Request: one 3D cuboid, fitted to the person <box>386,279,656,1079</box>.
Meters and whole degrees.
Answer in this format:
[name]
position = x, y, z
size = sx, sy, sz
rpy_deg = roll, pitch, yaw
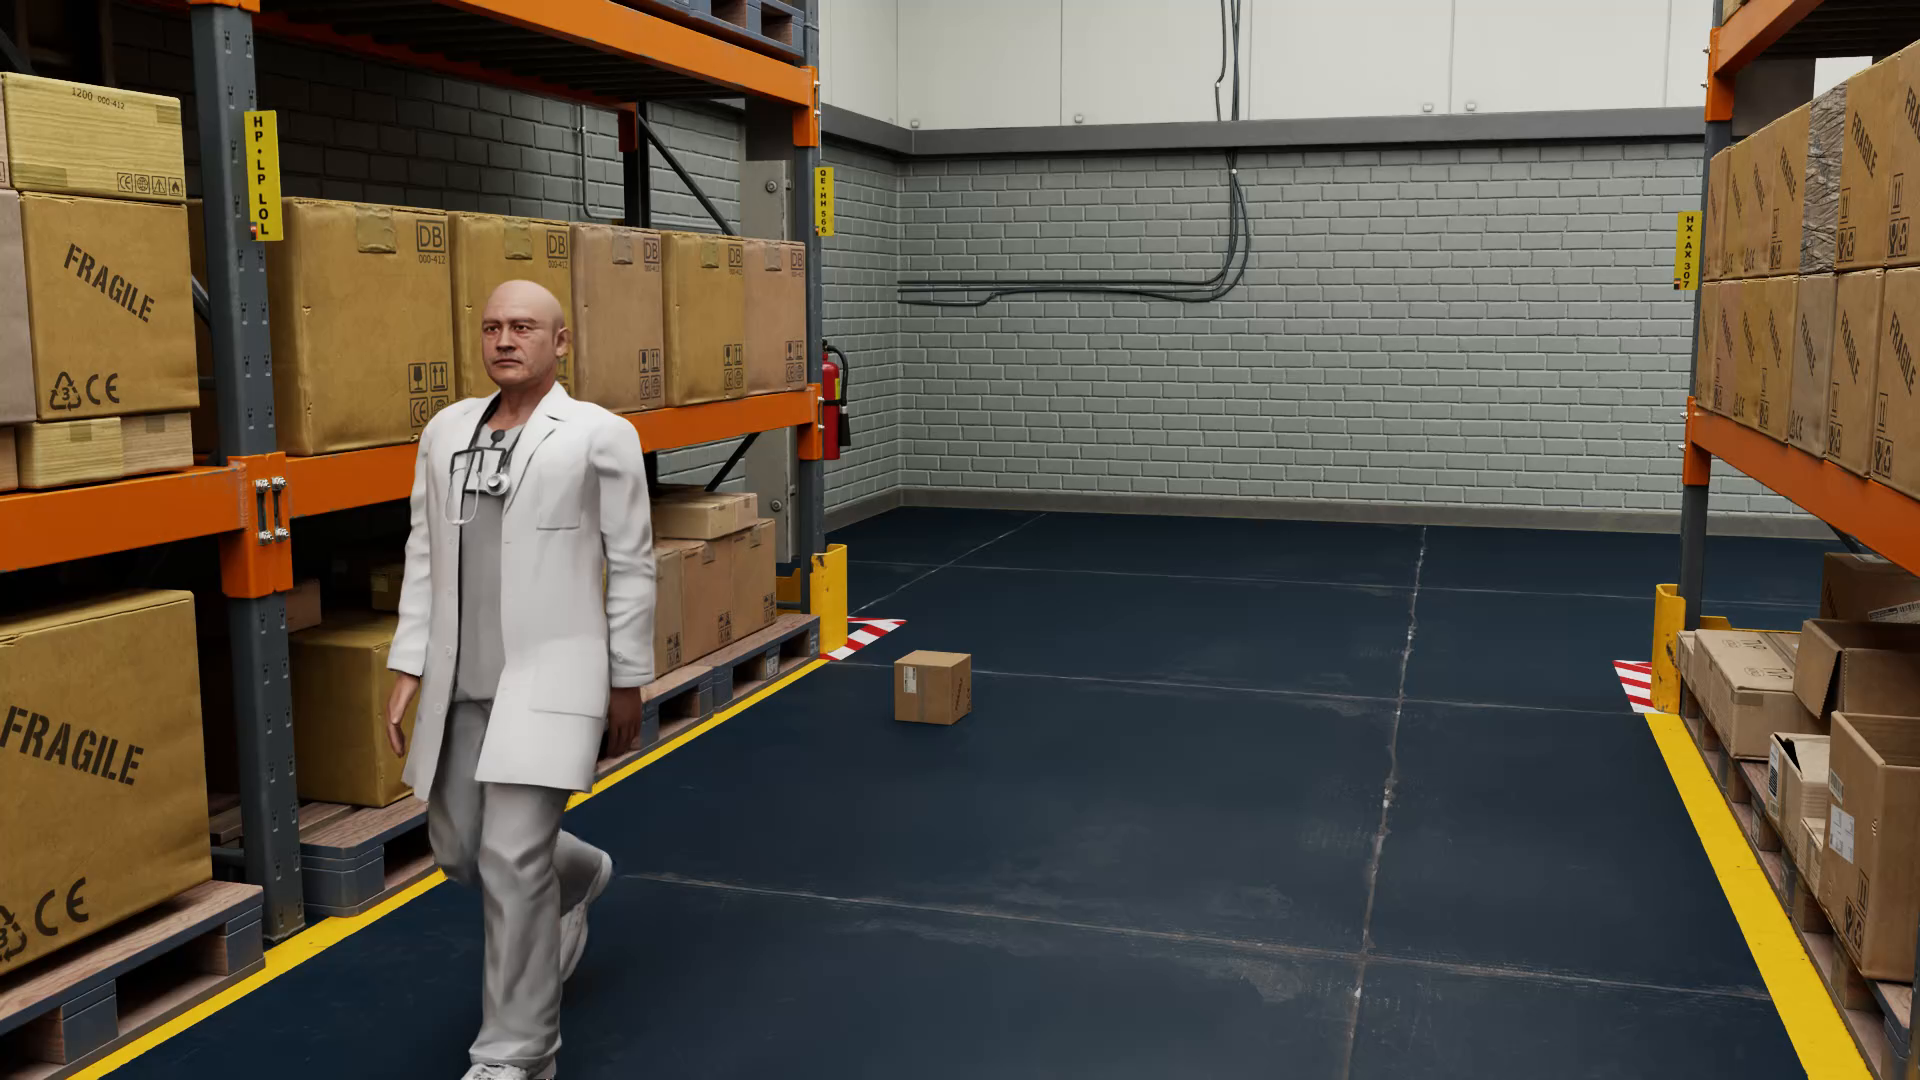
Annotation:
[person]
position = -0.981, 0.305, 3.678
size = 0.563, 1.743, 0.858
rpy_deg = 3, 9, 18
